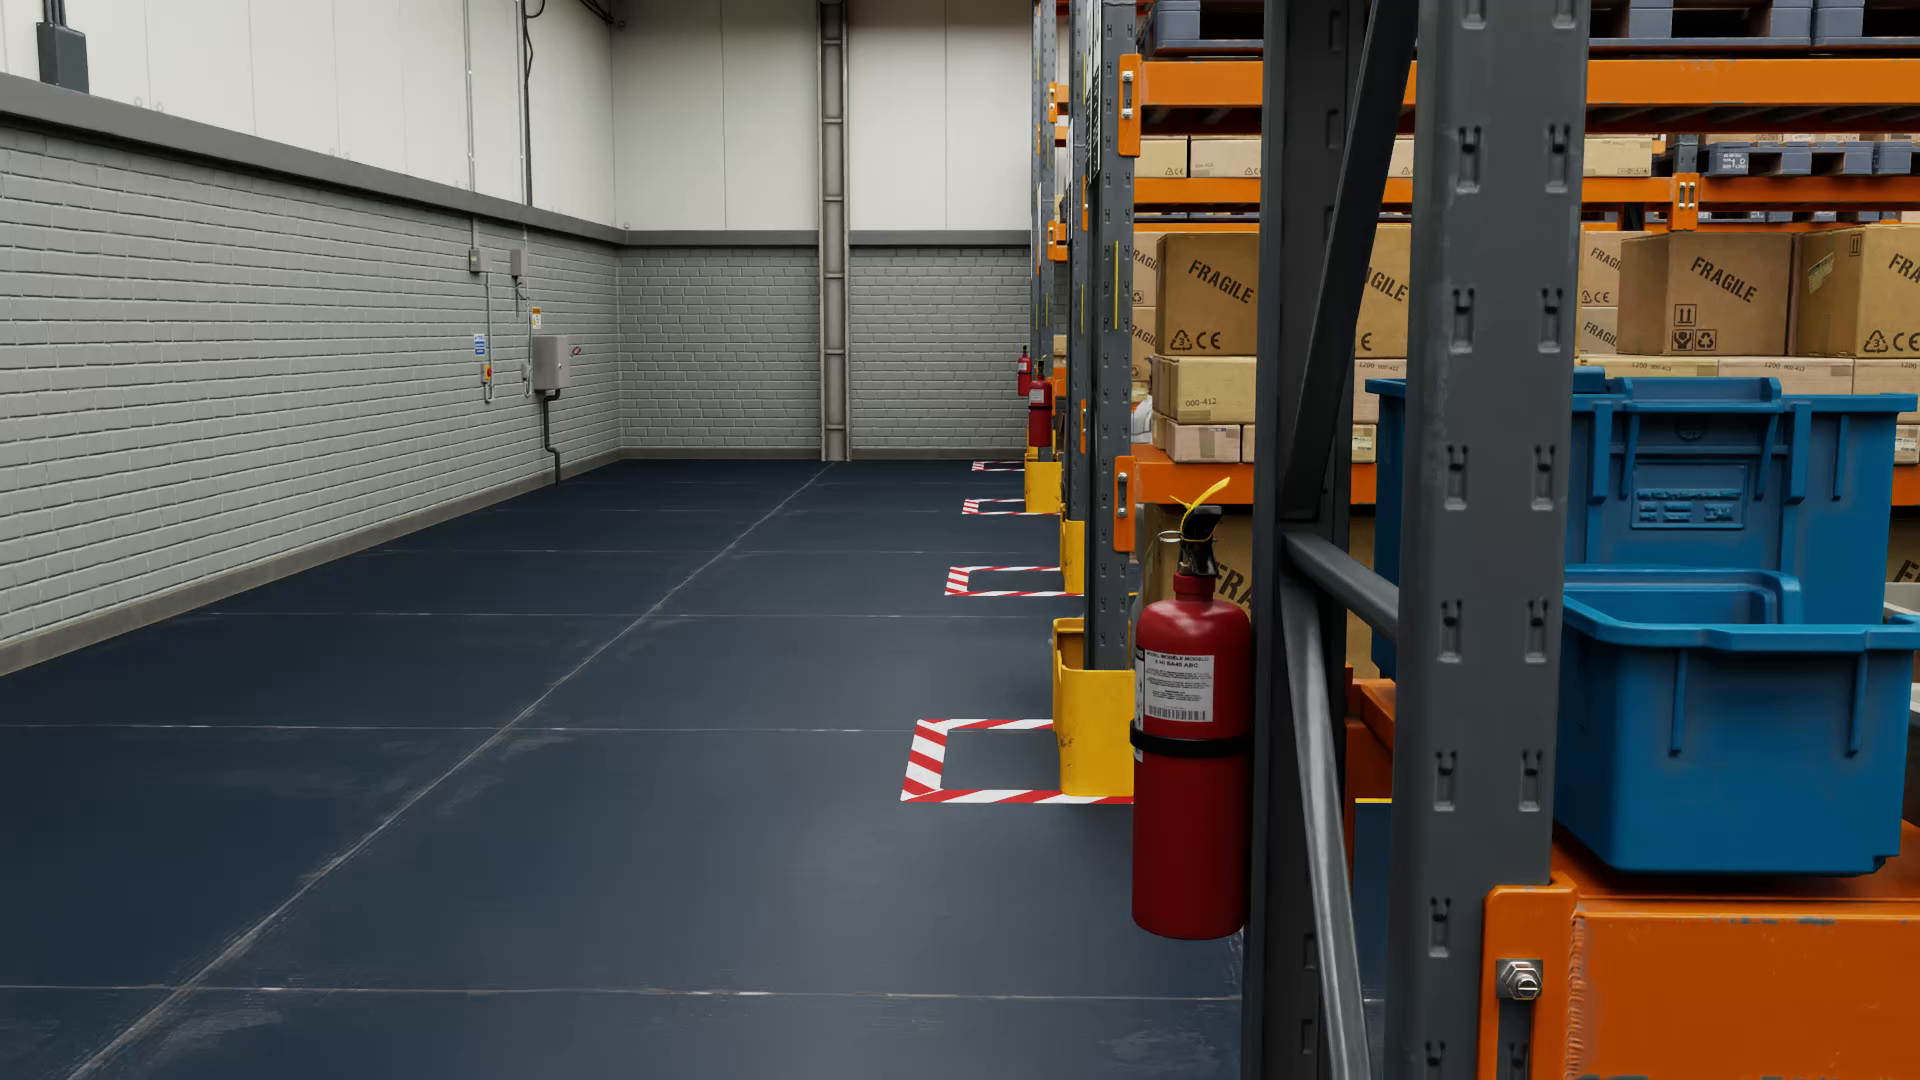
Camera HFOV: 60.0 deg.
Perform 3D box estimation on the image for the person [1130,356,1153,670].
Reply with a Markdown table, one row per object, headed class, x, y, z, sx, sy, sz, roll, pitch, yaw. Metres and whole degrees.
| class | x | y | z | sx | sy | sz | roll | pitch | yaw |
| --- | --- | --- | --- | --- | --- | --- | --- | --- | --- |
| person | 1.086 | -0.070 | 8.493 | 0.417 | 1.740 | 0.483 | -2 | 8 | -13 |
